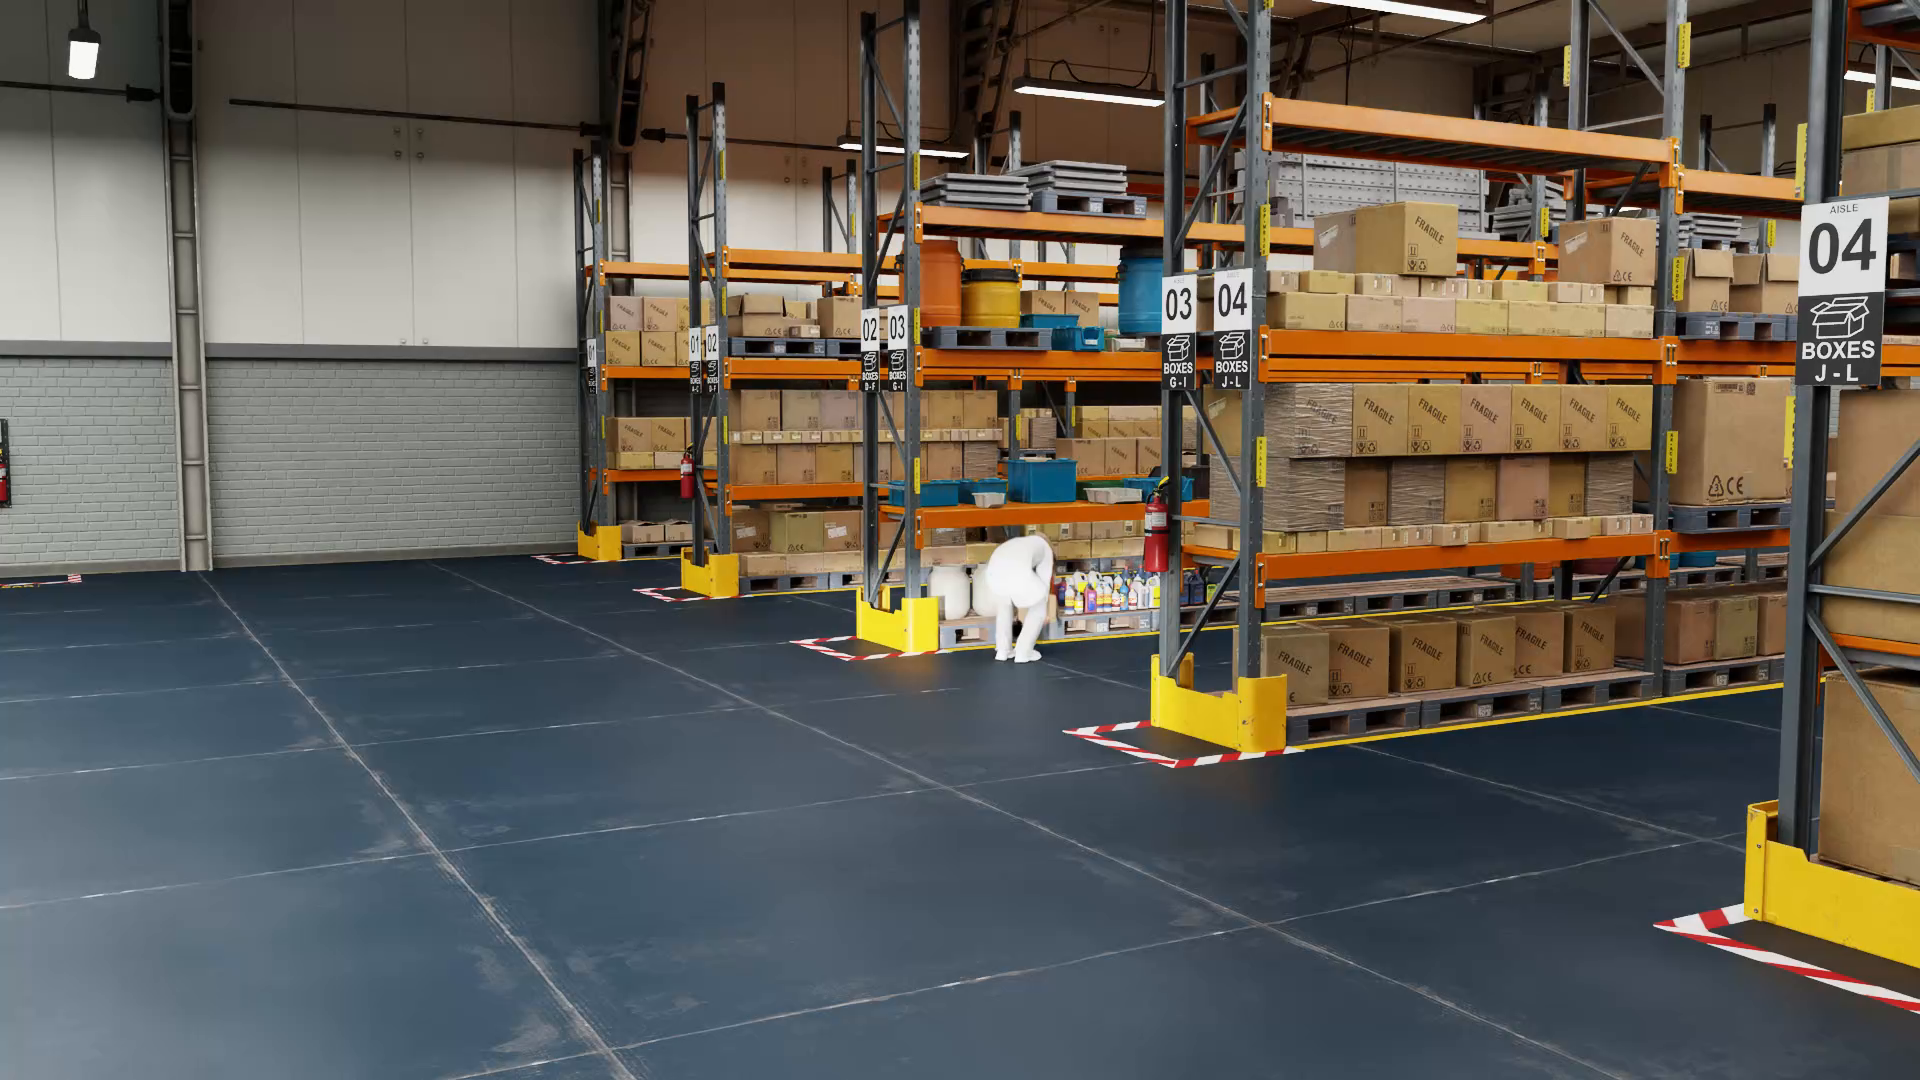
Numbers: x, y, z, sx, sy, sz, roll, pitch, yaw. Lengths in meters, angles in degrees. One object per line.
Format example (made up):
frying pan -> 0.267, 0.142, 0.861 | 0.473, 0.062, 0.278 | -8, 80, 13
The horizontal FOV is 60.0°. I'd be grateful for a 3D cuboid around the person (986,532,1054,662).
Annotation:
person -> 0.579, 0.515, 15.082 | 0.579, 1.109, 0.939 | 2, 5, 26
